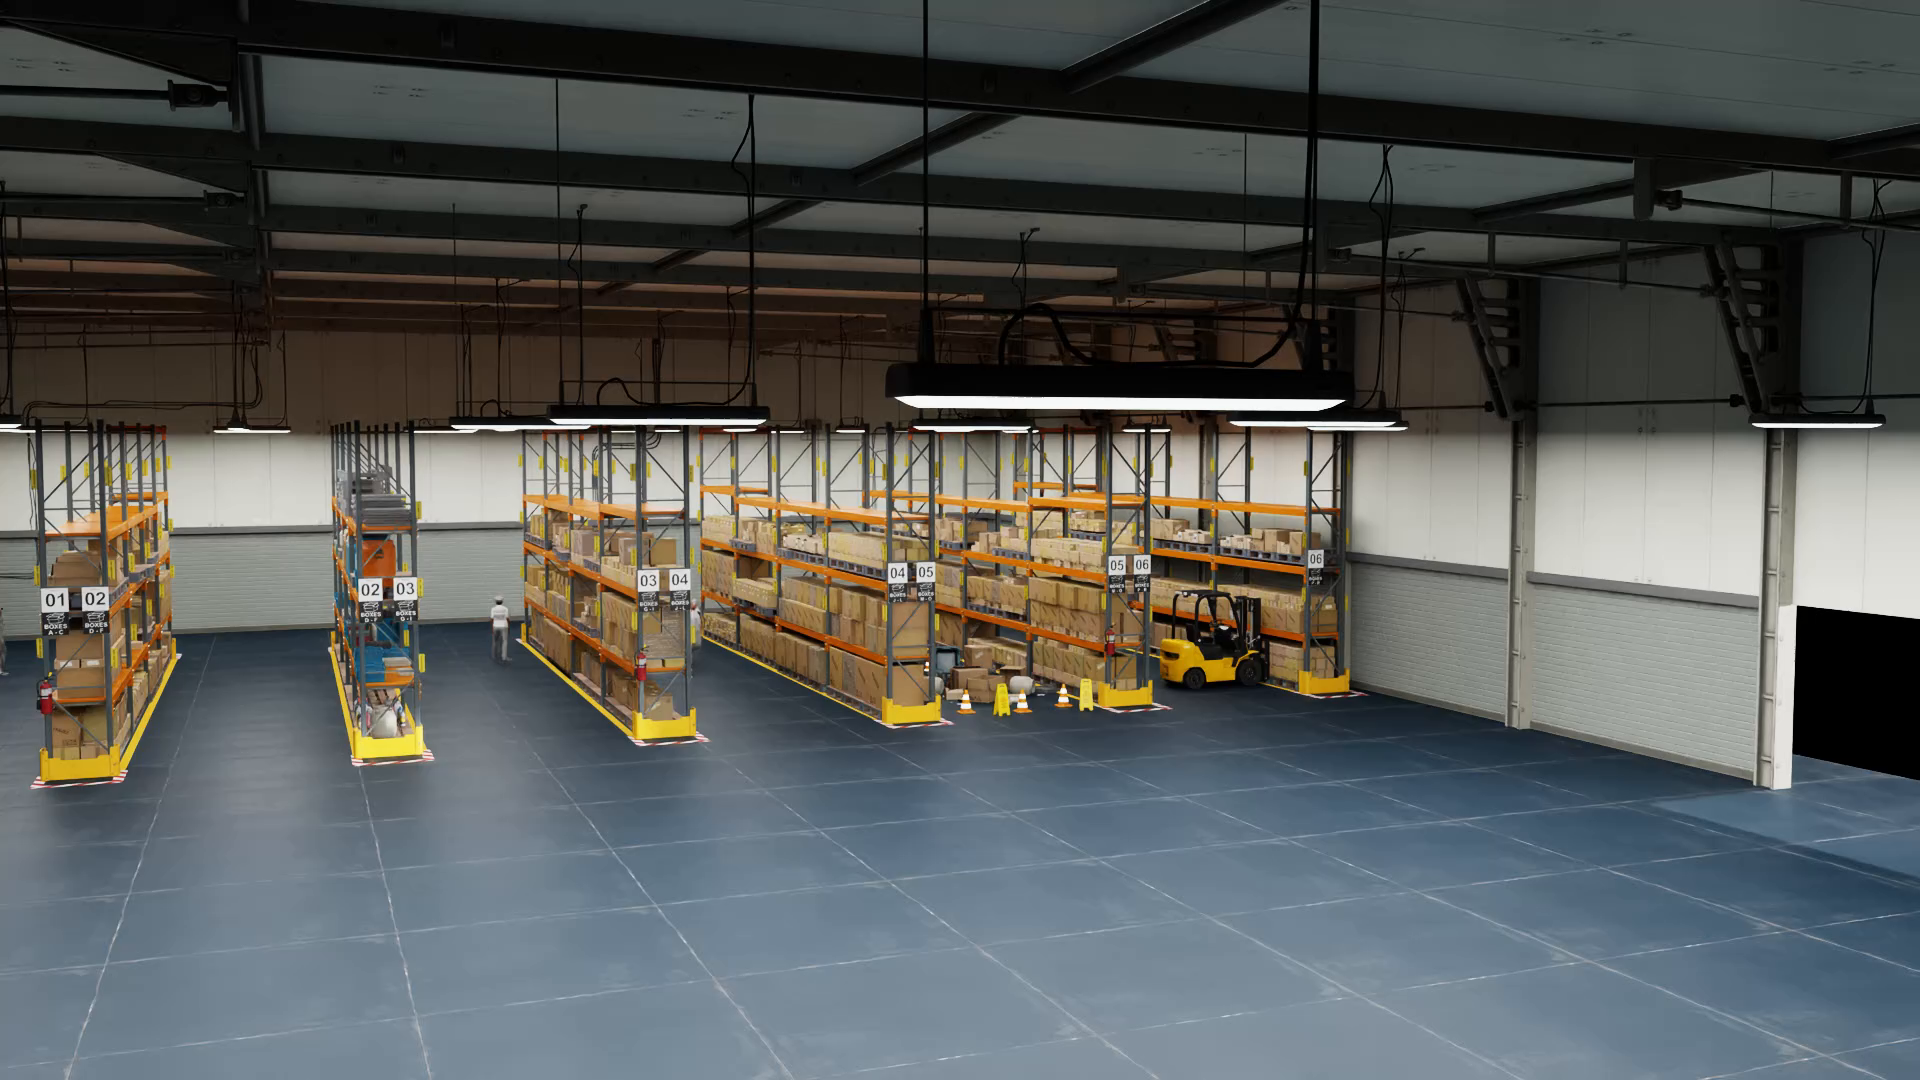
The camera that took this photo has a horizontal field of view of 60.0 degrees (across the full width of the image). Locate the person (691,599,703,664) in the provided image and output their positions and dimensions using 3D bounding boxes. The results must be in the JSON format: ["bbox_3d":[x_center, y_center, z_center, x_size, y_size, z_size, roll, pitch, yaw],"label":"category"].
[{"bbox_3d":[-6.797,2.292,42.075,0.566,1.639,0.562,-2,4,-33],"label":"person"}]

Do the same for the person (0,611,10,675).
[{"bbox_3d":[-23.045,2.461,39.647,0.417,1.613,0.525,1,4,11],"label":"person"}]

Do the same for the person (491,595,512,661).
[{"bbox_3d":[-11.678,2.247,42.293,0.576,1.652,0.841,0,4,-6],"label":"person"}]
